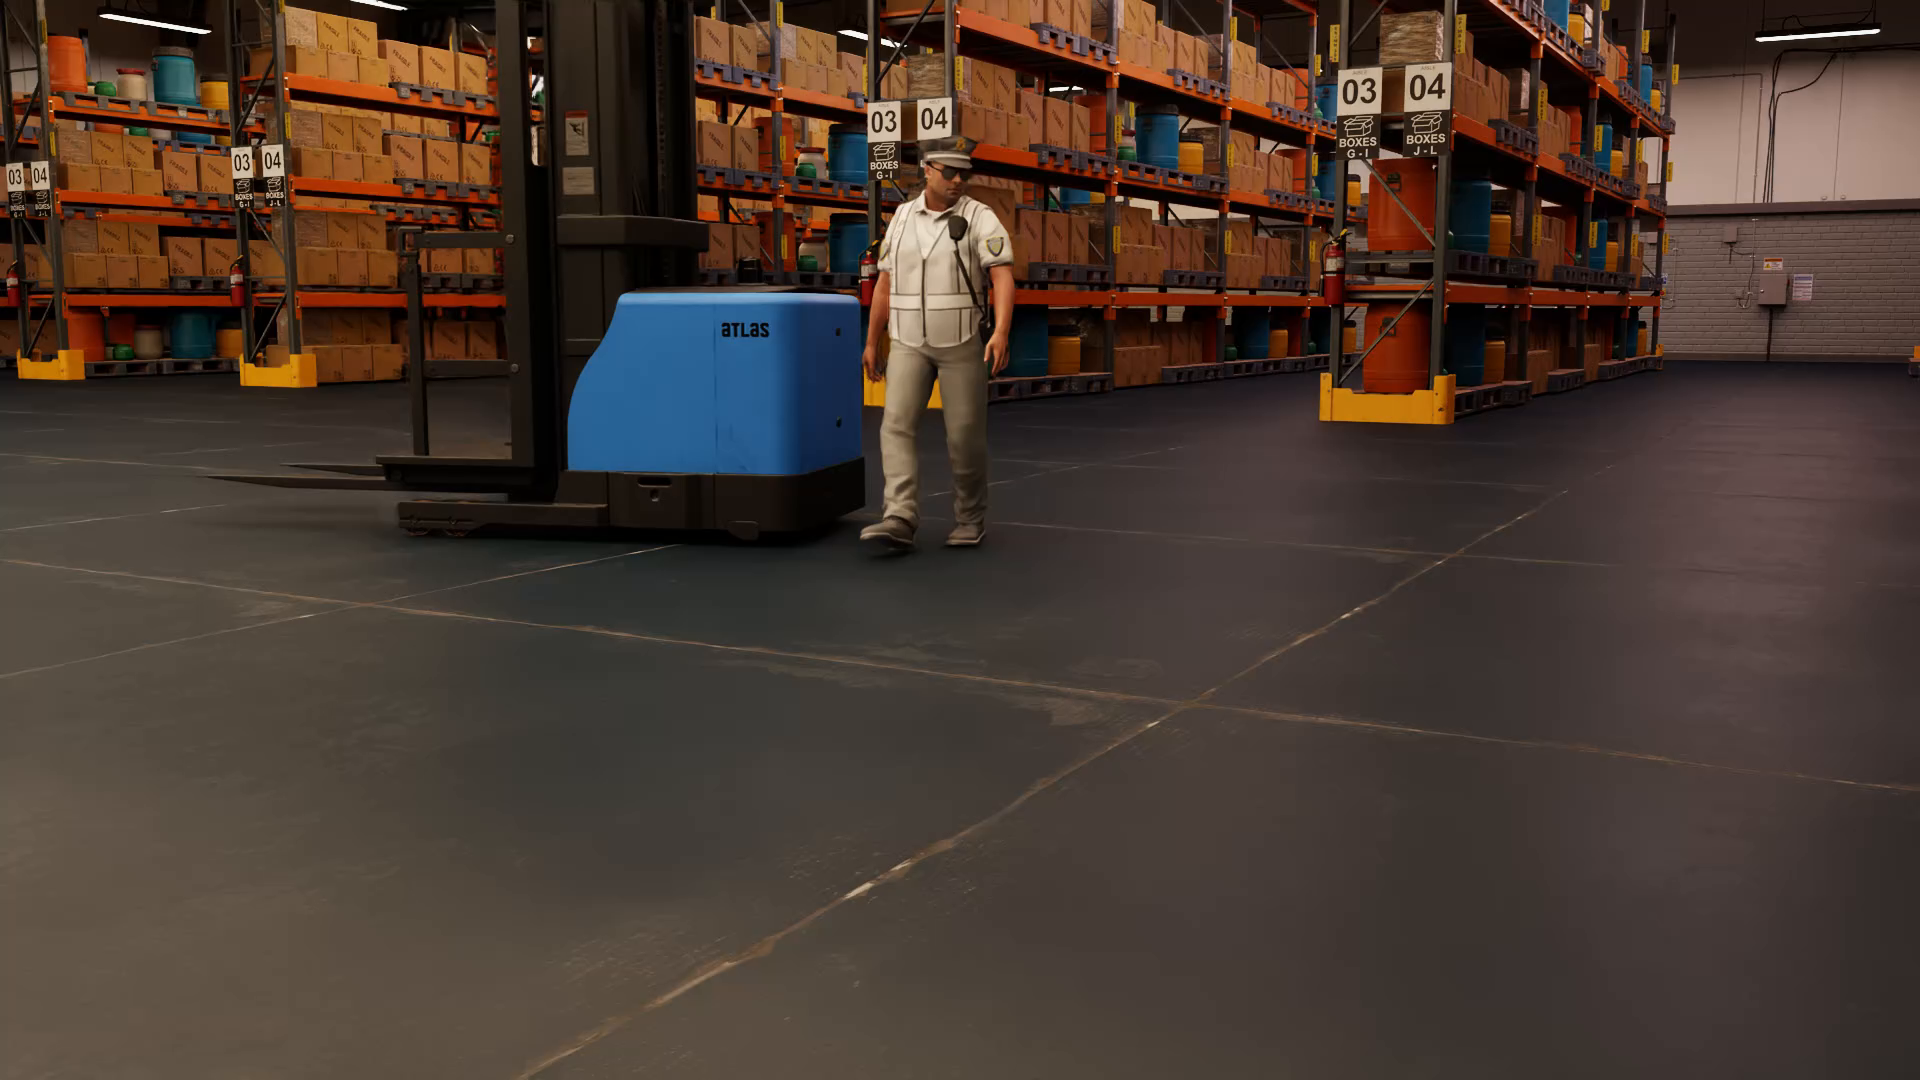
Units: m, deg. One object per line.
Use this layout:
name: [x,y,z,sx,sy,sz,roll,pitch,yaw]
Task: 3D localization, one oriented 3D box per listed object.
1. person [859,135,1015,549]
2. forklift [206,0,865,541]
person: [-0.128,-0.803,6.888,0.724,1.714,0.830,2,8,16]
forklift: [-2.027,-1.530,7.676,3.031,2.935,1.130,2,8,13]
